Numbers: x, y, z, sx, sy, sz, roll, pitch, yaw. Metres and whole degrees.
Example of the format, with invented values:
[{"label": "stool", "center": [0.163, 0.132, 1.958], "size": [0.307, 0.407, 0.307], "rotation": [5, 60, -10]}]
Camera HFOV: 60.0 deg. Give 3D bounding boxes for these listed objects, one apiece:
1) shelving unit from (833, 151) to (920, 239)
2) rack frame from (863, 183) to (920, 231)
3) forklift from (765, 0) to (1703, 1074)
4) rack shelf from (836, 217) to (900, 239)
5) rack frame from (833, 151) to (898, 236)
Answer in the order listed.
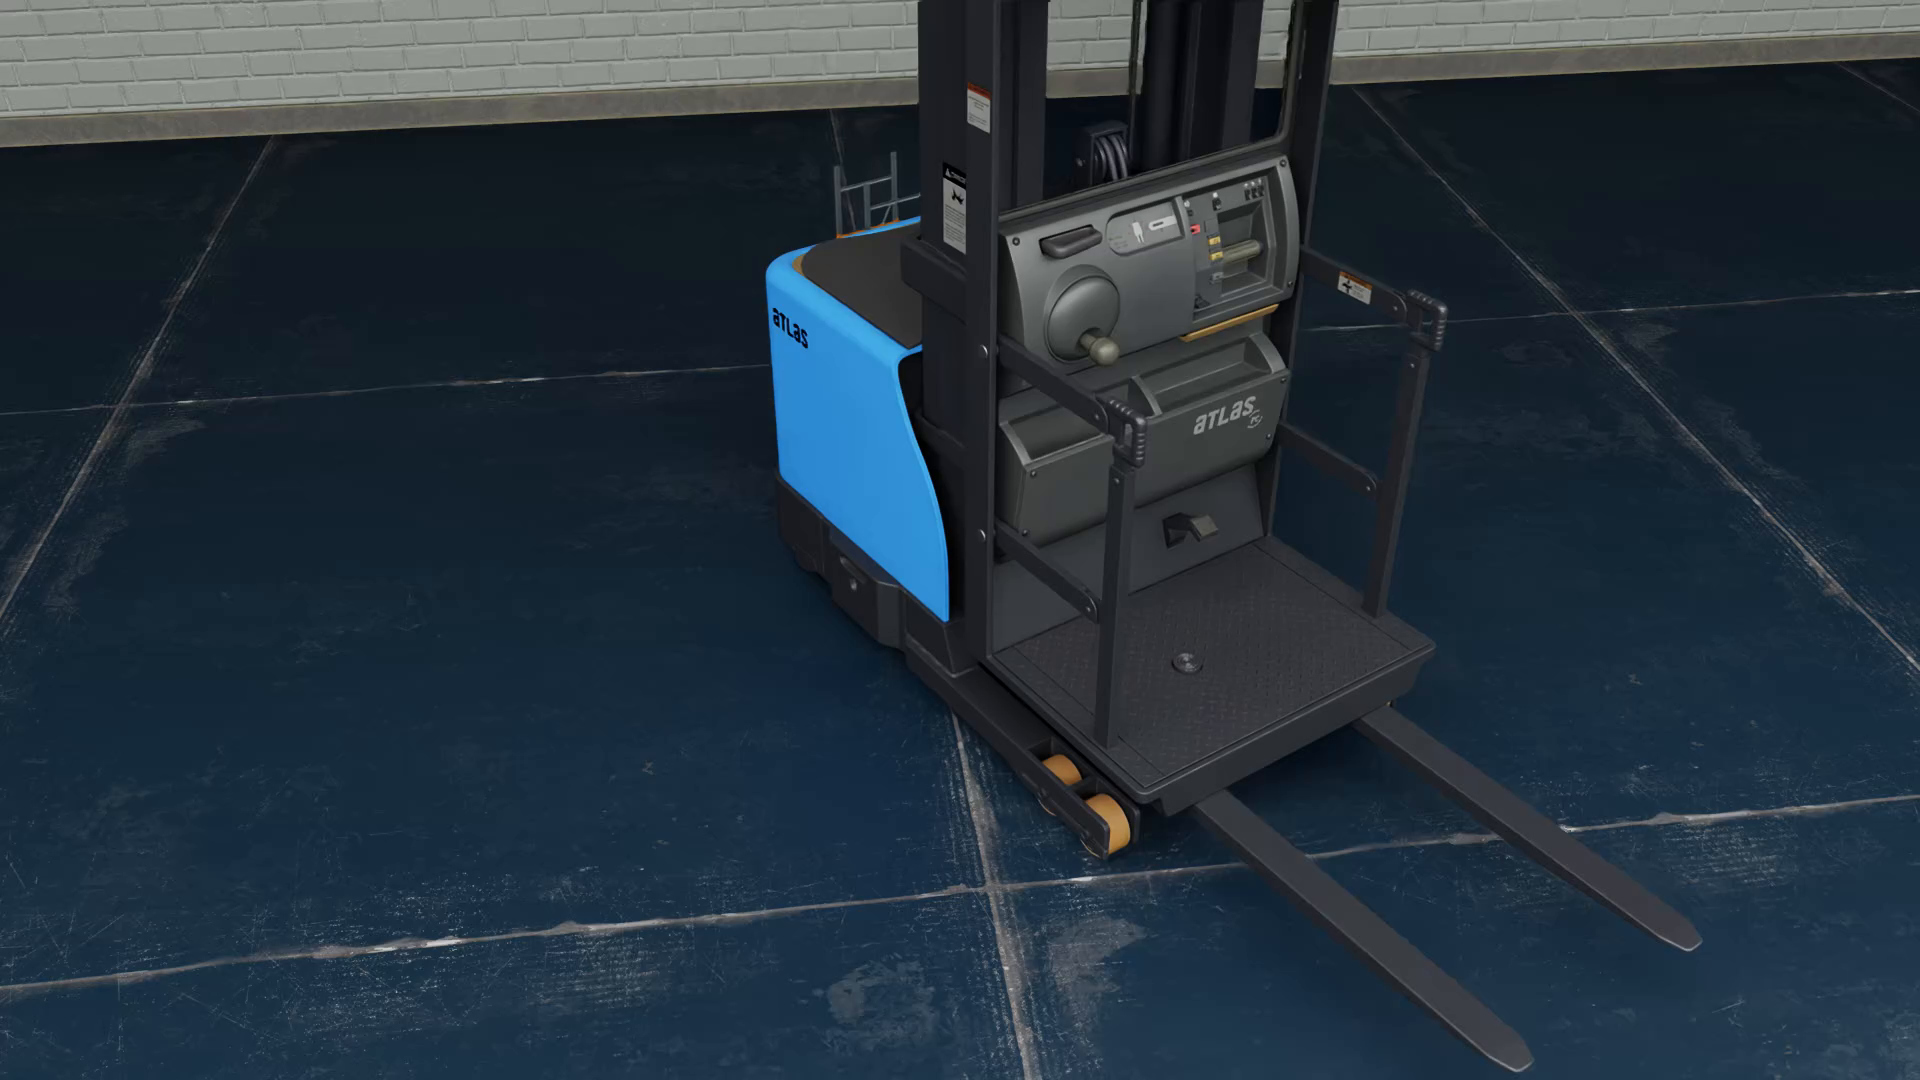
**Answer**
[{"label": "shelving unit", "center": [-0.259, -0.710, 5.726], "size": [0.258, 1.200, 0.189], "rotation": [-21, 40, -28]}, {"label": "rack frame", "center": [-0.207, -0.667, 5.664], "size": [0.240, 1.200, 0.006], "rotation": [-21, 40, -28]}, {"label": "forklift", "center": [0.634, -0.667, 4.126], "size": [1.130, 2.935, 3.031], "rotation": [-21, 40, -28]}, {"label": "rack shelf", "center": [-0.259, -0.970, 5.548], "size": [0.258, 0.103, 0.180], "rotation": [-21, 40, -28]}, {"label": "rack frame", "center": [-0.311, -0.752, 5.788], "size": [0.240, 1.200, 0.006], "rotation": [-21, 40, -28]}]
